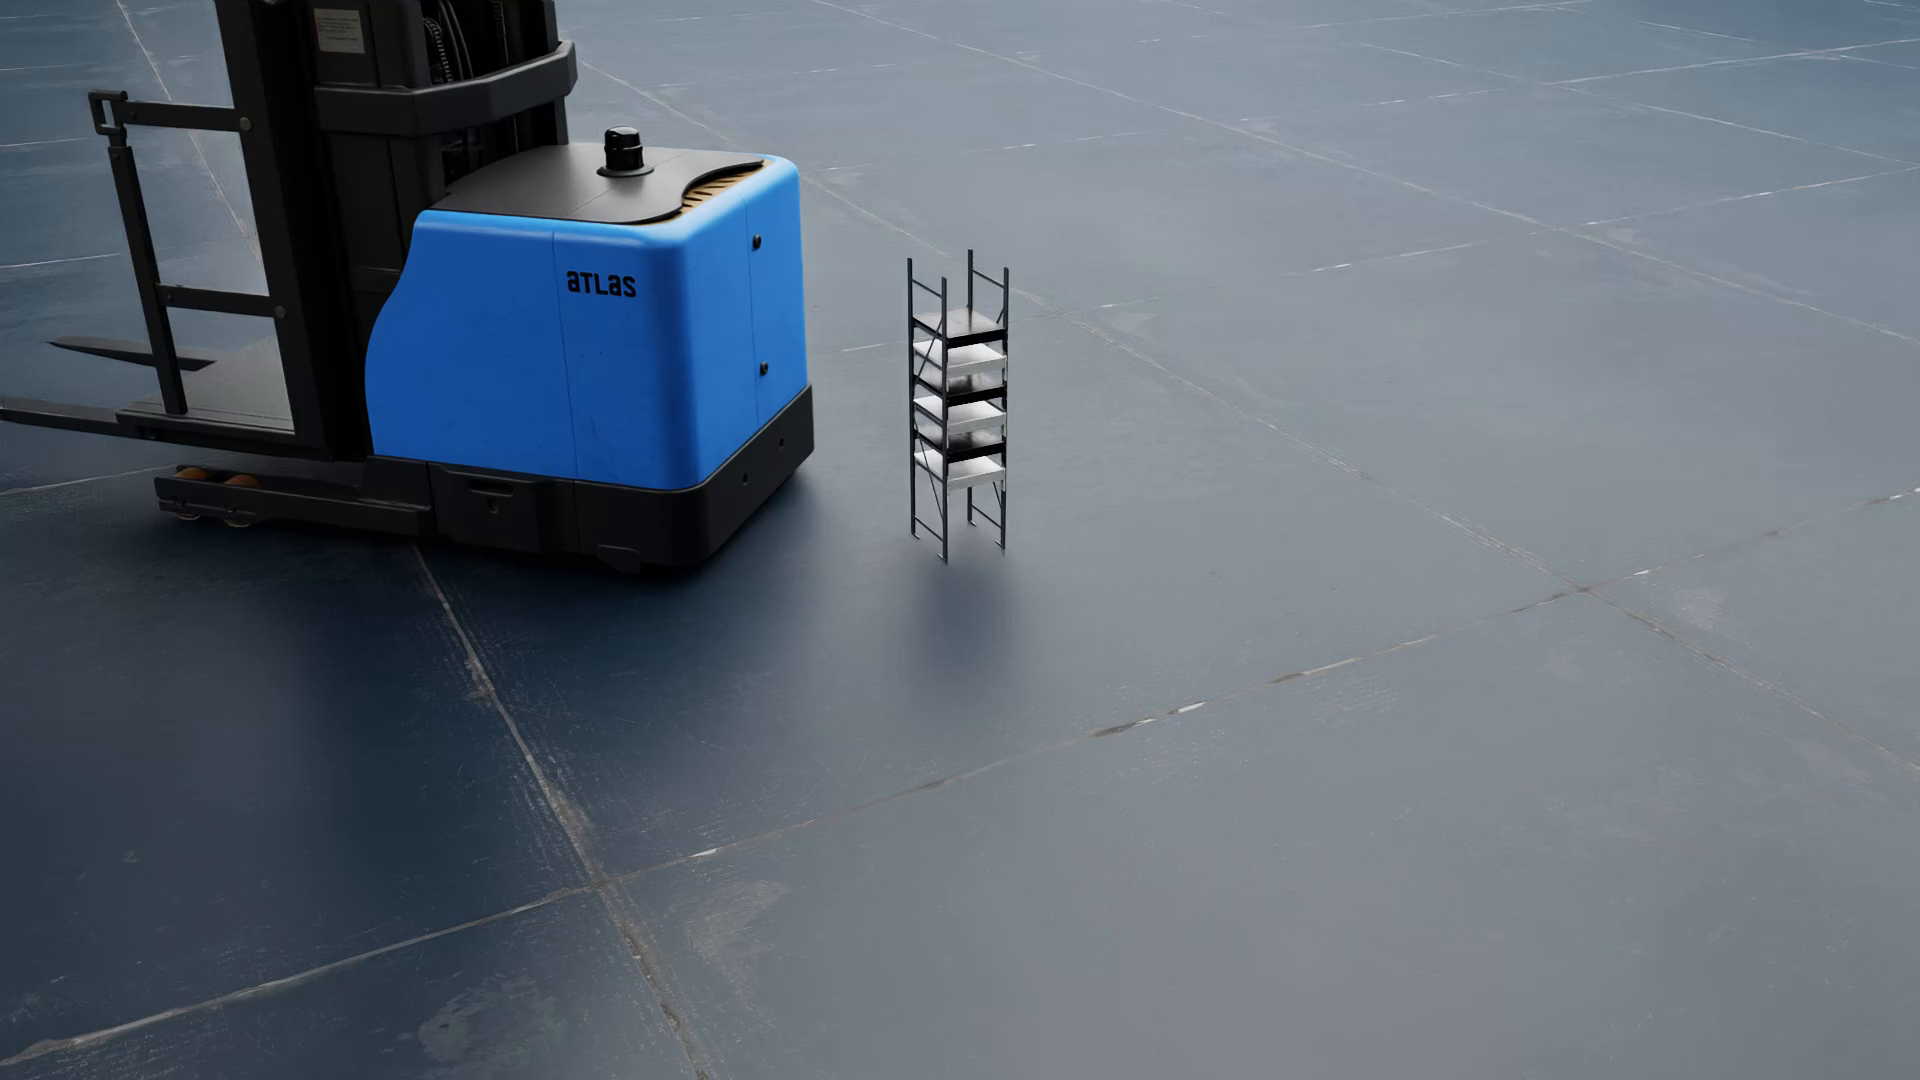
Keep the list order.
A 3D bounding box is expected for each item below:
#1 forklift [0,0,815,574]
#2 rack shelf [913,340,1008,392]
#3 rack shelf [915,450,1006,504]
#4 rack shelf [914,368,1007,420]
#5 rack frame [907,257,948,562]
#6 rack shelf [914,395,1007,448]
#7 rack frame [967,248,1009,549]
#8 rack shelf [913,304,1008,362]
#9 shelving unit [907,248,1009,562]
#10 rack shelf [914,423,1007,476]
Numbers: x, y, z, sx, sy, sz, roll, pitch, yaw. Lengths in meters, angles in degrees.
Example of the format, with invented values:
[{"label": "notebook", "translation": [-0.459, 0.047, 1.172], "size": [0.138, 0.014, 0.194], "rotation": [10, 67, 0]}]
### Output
[{"label": "forklift", "translation": [-2.078, -1.570, 5.134], "size": [3.031, 2.935, 1.130], "rotation": [7, 27, 15]}, {"label": "rack shelf", "translation": [-0.007, -0.536, 4.988], "size": [0.200, 0.077, 0.258], "rotation": [-13, 29, -25]}, {"label": "rack shelf", "translation": [-0.007, -0.212, 5.144], "size": [0.200, 0.077, 0.258], "rotation": [-13, 29, -25]}, {"label": "rack shelf", "translation": [-0.007, -0.455, 5.027], "size": [0.200, 0.077, 0.258], "rotation": [-13, 29, -25]}, {"label": "rack frame", "translation": [-0.097, -0.383, 5.009], "size": [0.006, 0.900, 0.240], "rotation": [-13, 29, -25]}, {"label": "rack shelf", "translation": [-0.007, -0.374, 5.066], "size": [0.200, 0.077, 0.258], "rotation": [-13, 29, -25]}, {"label": "rack frame", "translation": [0.083, -0.425, 5.095], "size": [0.006, 0.900, 0.240], "rotation": [-13, 29, -25]}, {"label": "rack shelf", "translation": [-0.007, -0.617, 4.949], "size": [0.200, 0.077, 0.258], "rotation": [-13, 29, -25]}, {"label": "shelving unit", "translation": [-0.007, -0.404, 5.052], "size": [0.210, 0.900, 0.258], "rotation": [-13, 29, -25]}, {"label": "rack shelf", "translation": [-0.007, -0.293, 5.105], "size": [0.200, 0.077, 0.258], "rotation": [-13, 29, -25]}]
